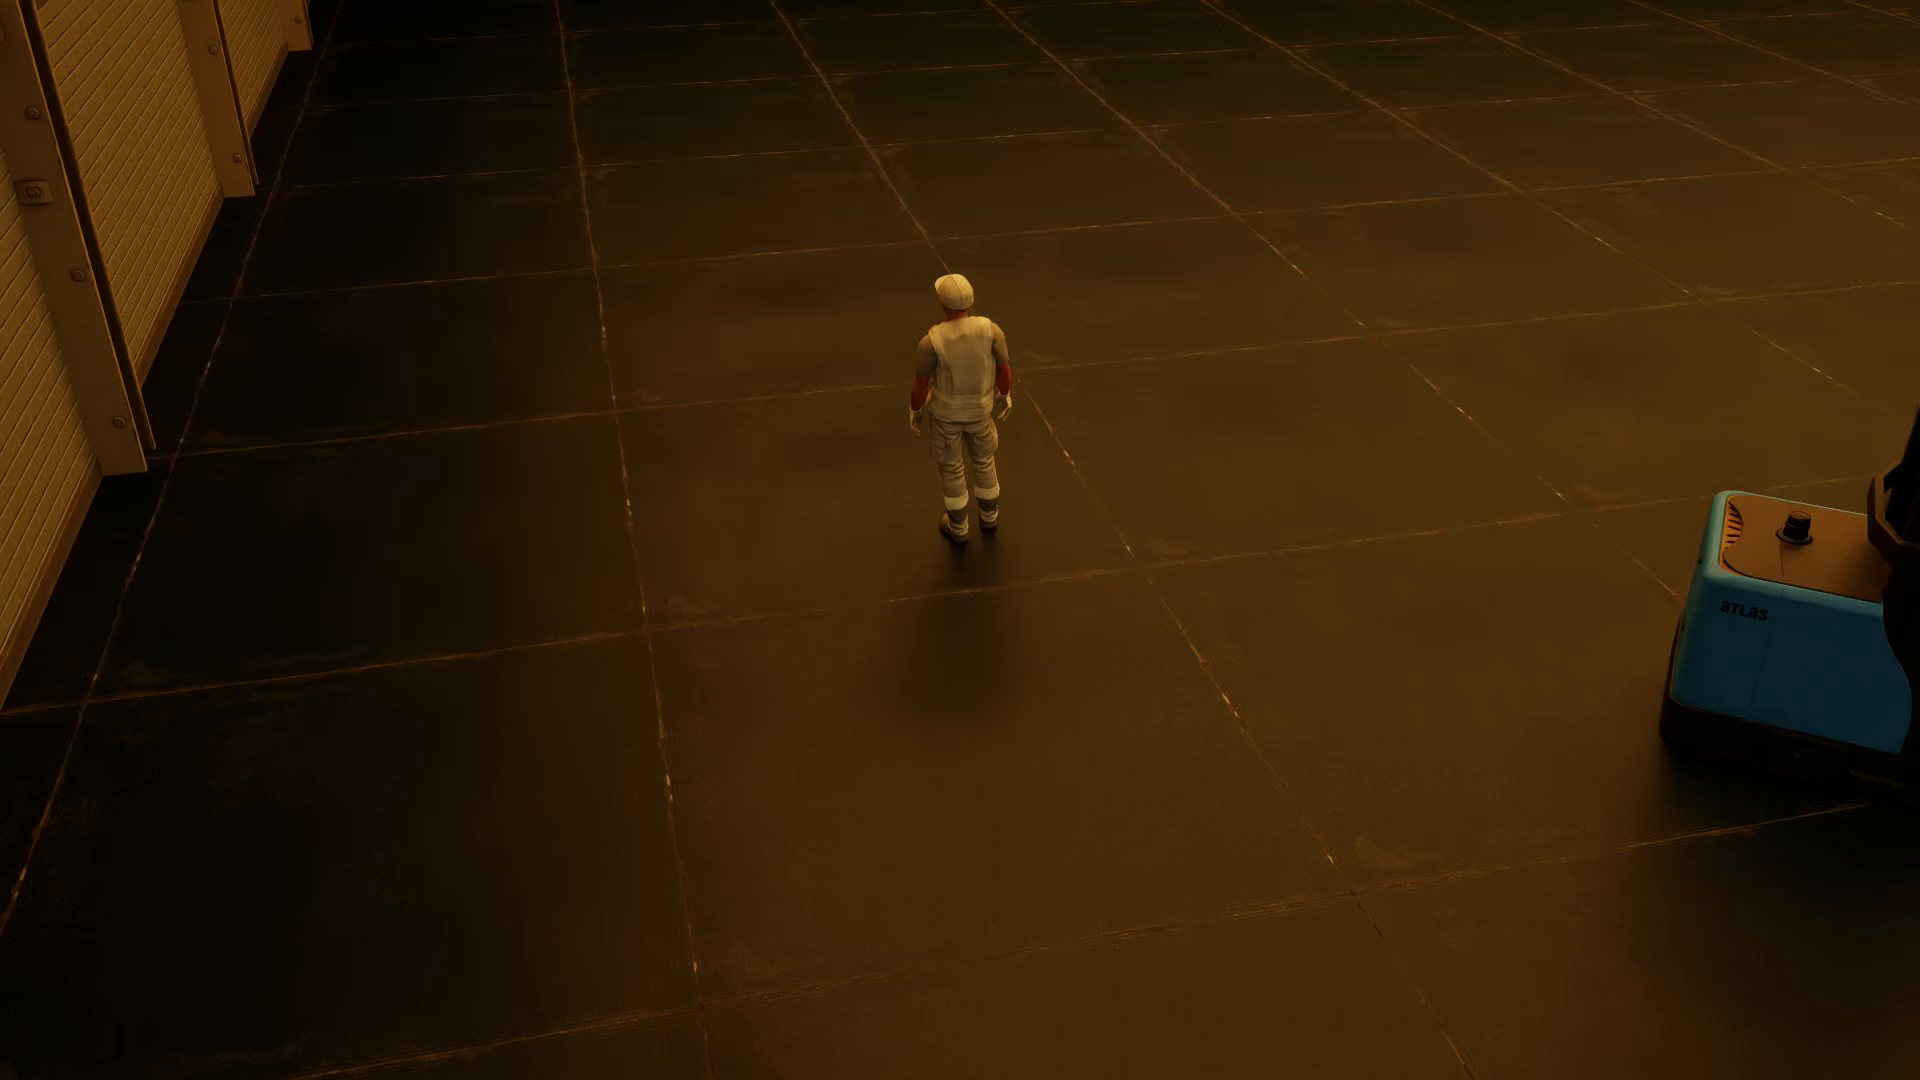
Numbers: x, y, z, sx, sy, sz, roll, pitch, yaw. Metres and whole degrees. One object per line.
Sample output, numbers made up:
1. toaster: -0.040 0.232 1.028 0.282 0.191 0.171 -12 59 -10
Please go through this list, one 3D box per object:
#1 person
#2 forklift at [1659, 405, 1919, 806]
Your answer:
1. person: -0.007 -0.821 10.118 0.637 1.787 0.564 -7 31 -12
2. forklift: 5.189 -0.094 7.737 3.031 2.935 1.130 13 32 21
